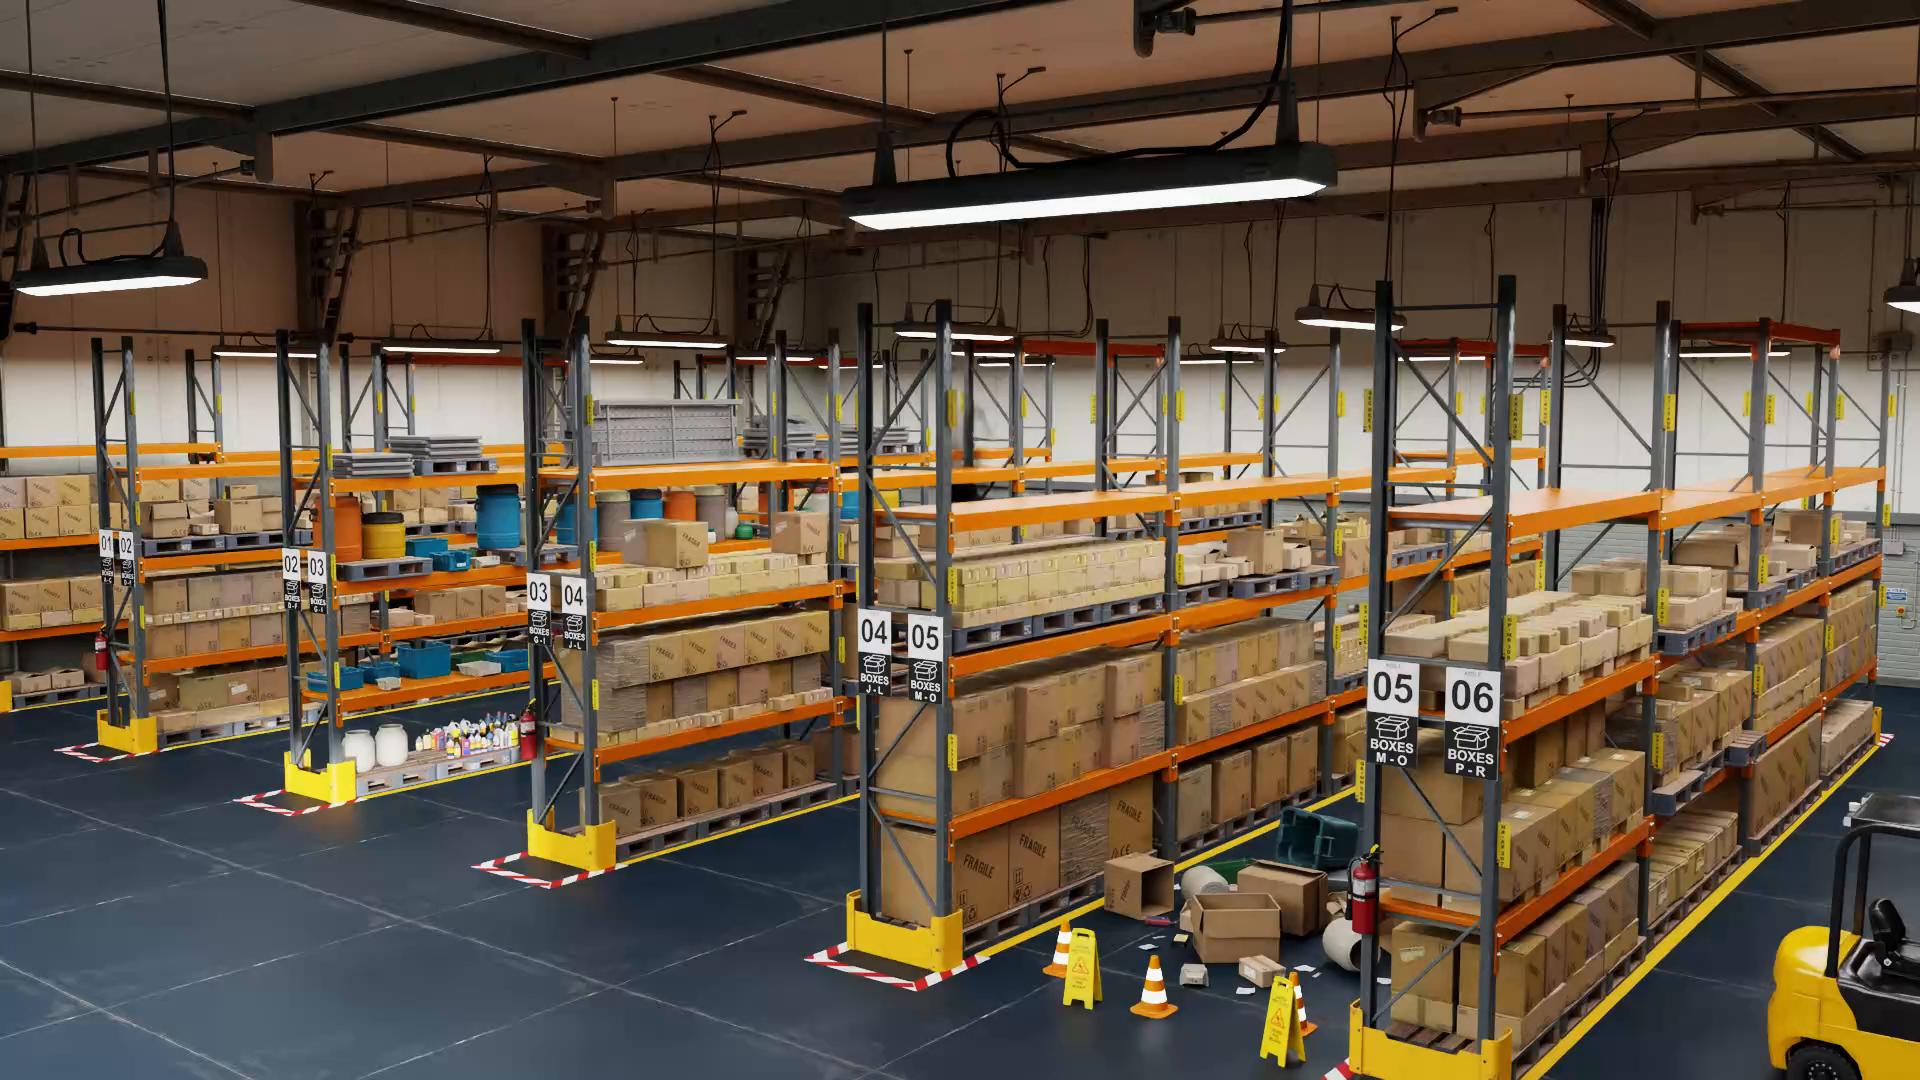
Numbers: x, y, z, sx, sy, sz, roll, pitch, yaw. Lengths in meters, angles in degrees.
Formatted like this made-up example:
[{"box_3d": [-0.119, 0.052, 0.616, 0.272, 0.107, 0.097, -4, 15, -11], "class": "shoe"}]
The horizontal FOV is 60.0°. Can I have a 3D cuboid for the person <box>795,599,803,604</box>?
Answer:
[{"box_3d": [-3.065, 1.419, 33.110, 0.666, 1.822, 0.714, 3, 6, 30], "class": "person"}]

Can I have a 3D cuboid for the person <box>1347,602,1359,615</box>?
[{"box_3d": [6.533, 1.894, 27.442, 0.859, 1.761, 0.681, -5, 7, -42], "class": "person"}]

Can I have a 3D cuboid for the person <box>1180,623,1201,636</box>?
[{"box_3d": [3.643, 1.968, 26.027, 0.600, 1.578, 0.660, 4, 6, 35], "class": "person"}]
